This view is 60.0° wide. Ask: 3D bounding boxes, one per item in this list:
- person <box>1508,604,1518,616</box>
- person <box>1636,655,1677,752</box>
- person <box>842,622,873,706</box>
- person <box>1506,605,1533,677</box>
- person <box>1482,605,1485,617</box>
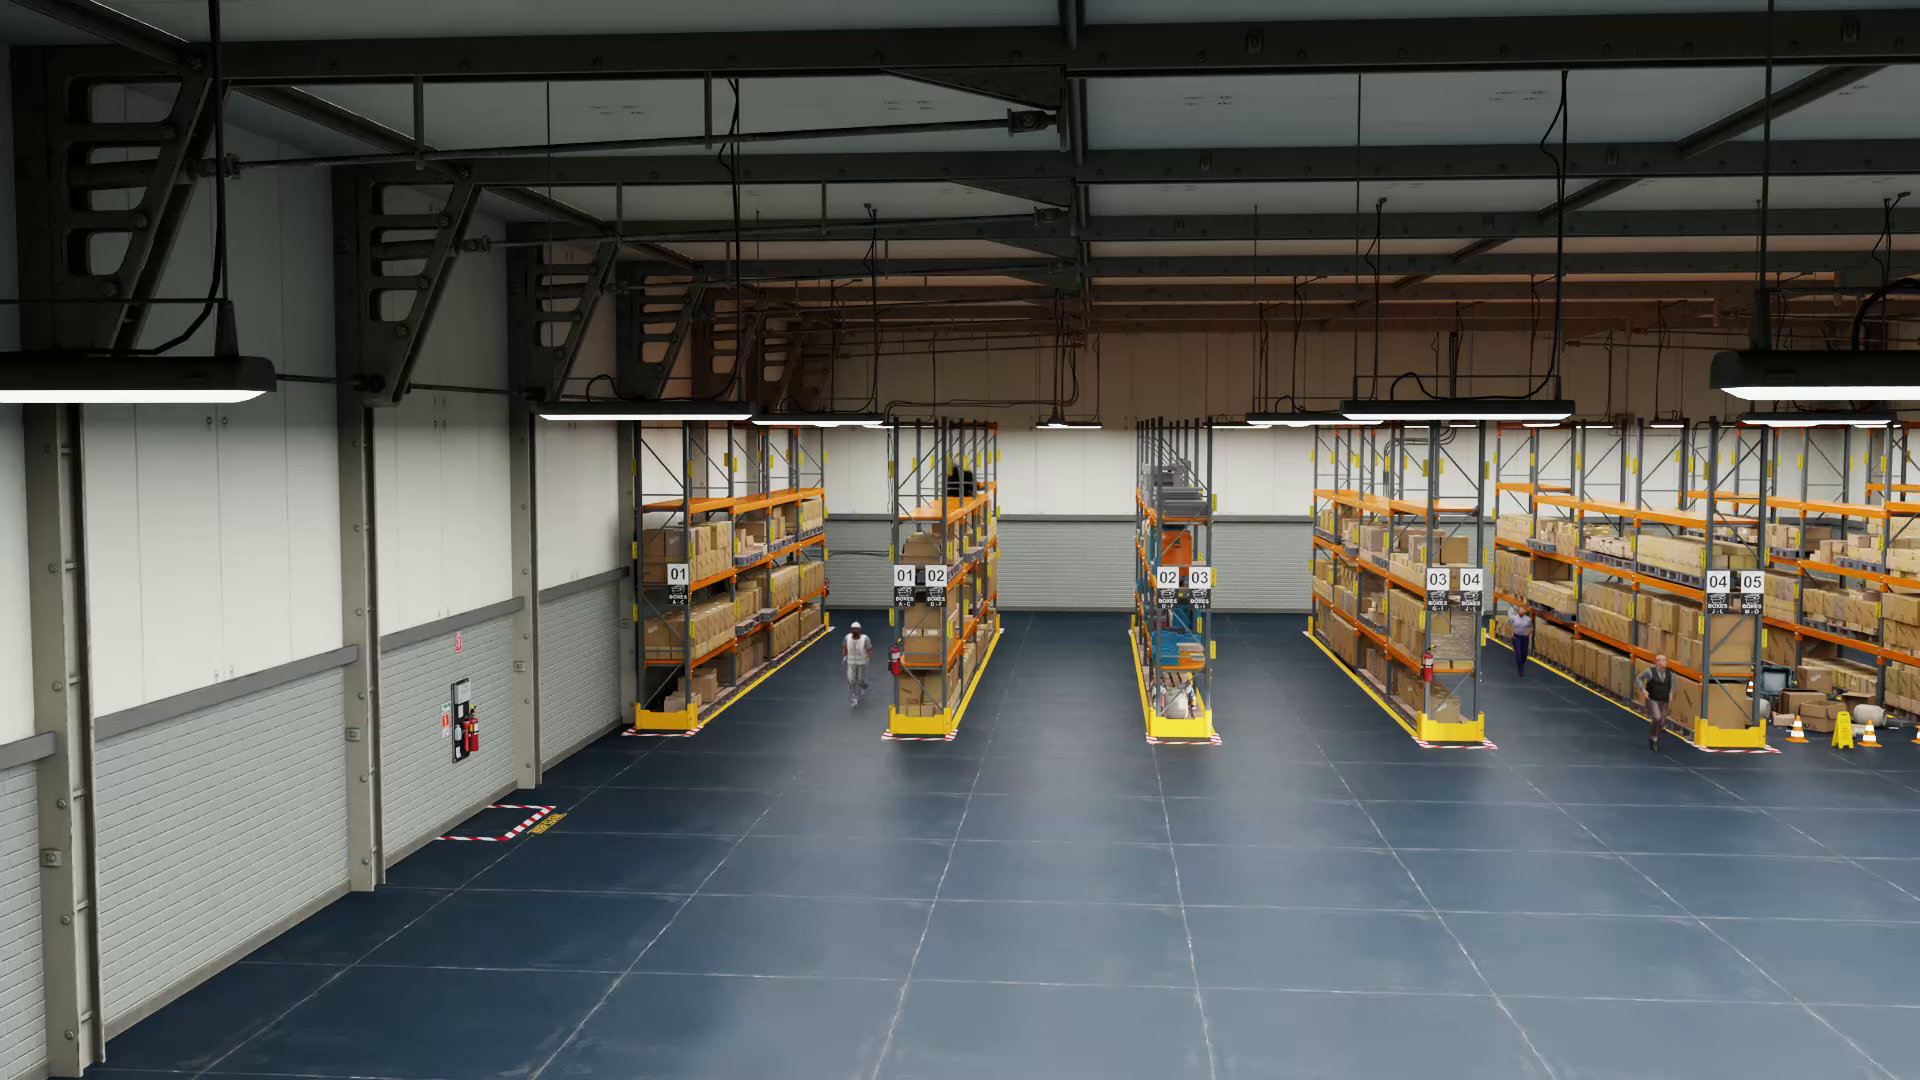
[{"bbox_3d":[15.816,1.765,47.312,0.950,1.730,0.674,0,4,5],"label":"person"},{"bbox_3d":[12.530,2.925,29.895,0.614,1.732,0.690,0,4,-3],"label":"person"},{"bbox_3d":[-2.158,2.579,34.890,0.663,1.746,0.813,0,4,7],"label":"person"},{"bbox_3d":[13.176,2.369,39.116,0.611,1.634,0.755,0,4,3],"label":"person"},{"bbox_3d":[13.334,2.078,43.304,0.637,1.664,0.547,0,4,7],"label":"person"}]
